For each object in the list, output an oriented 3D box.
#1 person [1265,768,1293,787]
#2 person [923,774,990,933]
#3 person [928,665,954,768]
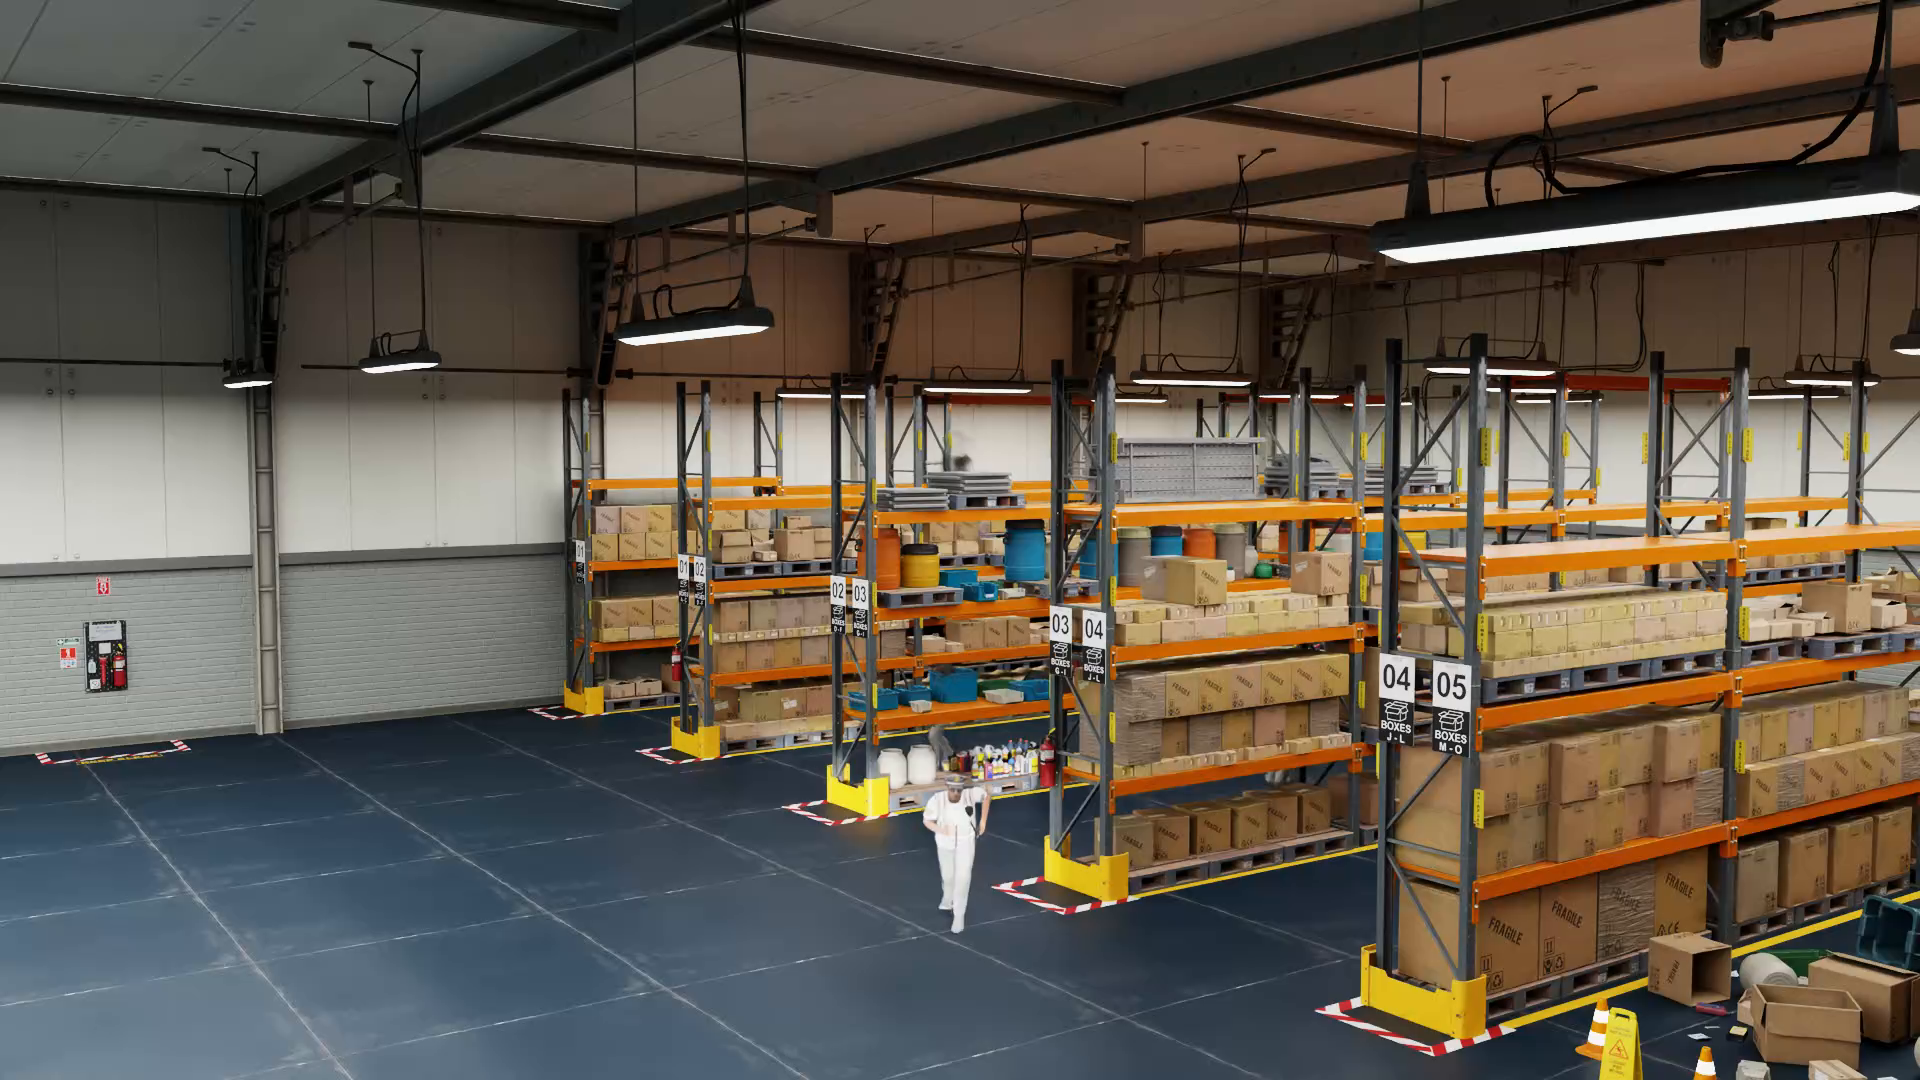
[{"bbox_3d":[4.409,2.852,22.600,0.597,1.728,0.671,-4,5,-45],"label":"person"},{"bbox_3d":[-0.040,3.244,17.549,0.705,1.718,1.021,0,4,-2],"label":"person"},{"bbox_3d":[-0.331,2.726,25.442,0.678,1.635,0.516,-3,5,-37],"label":"person"}]
